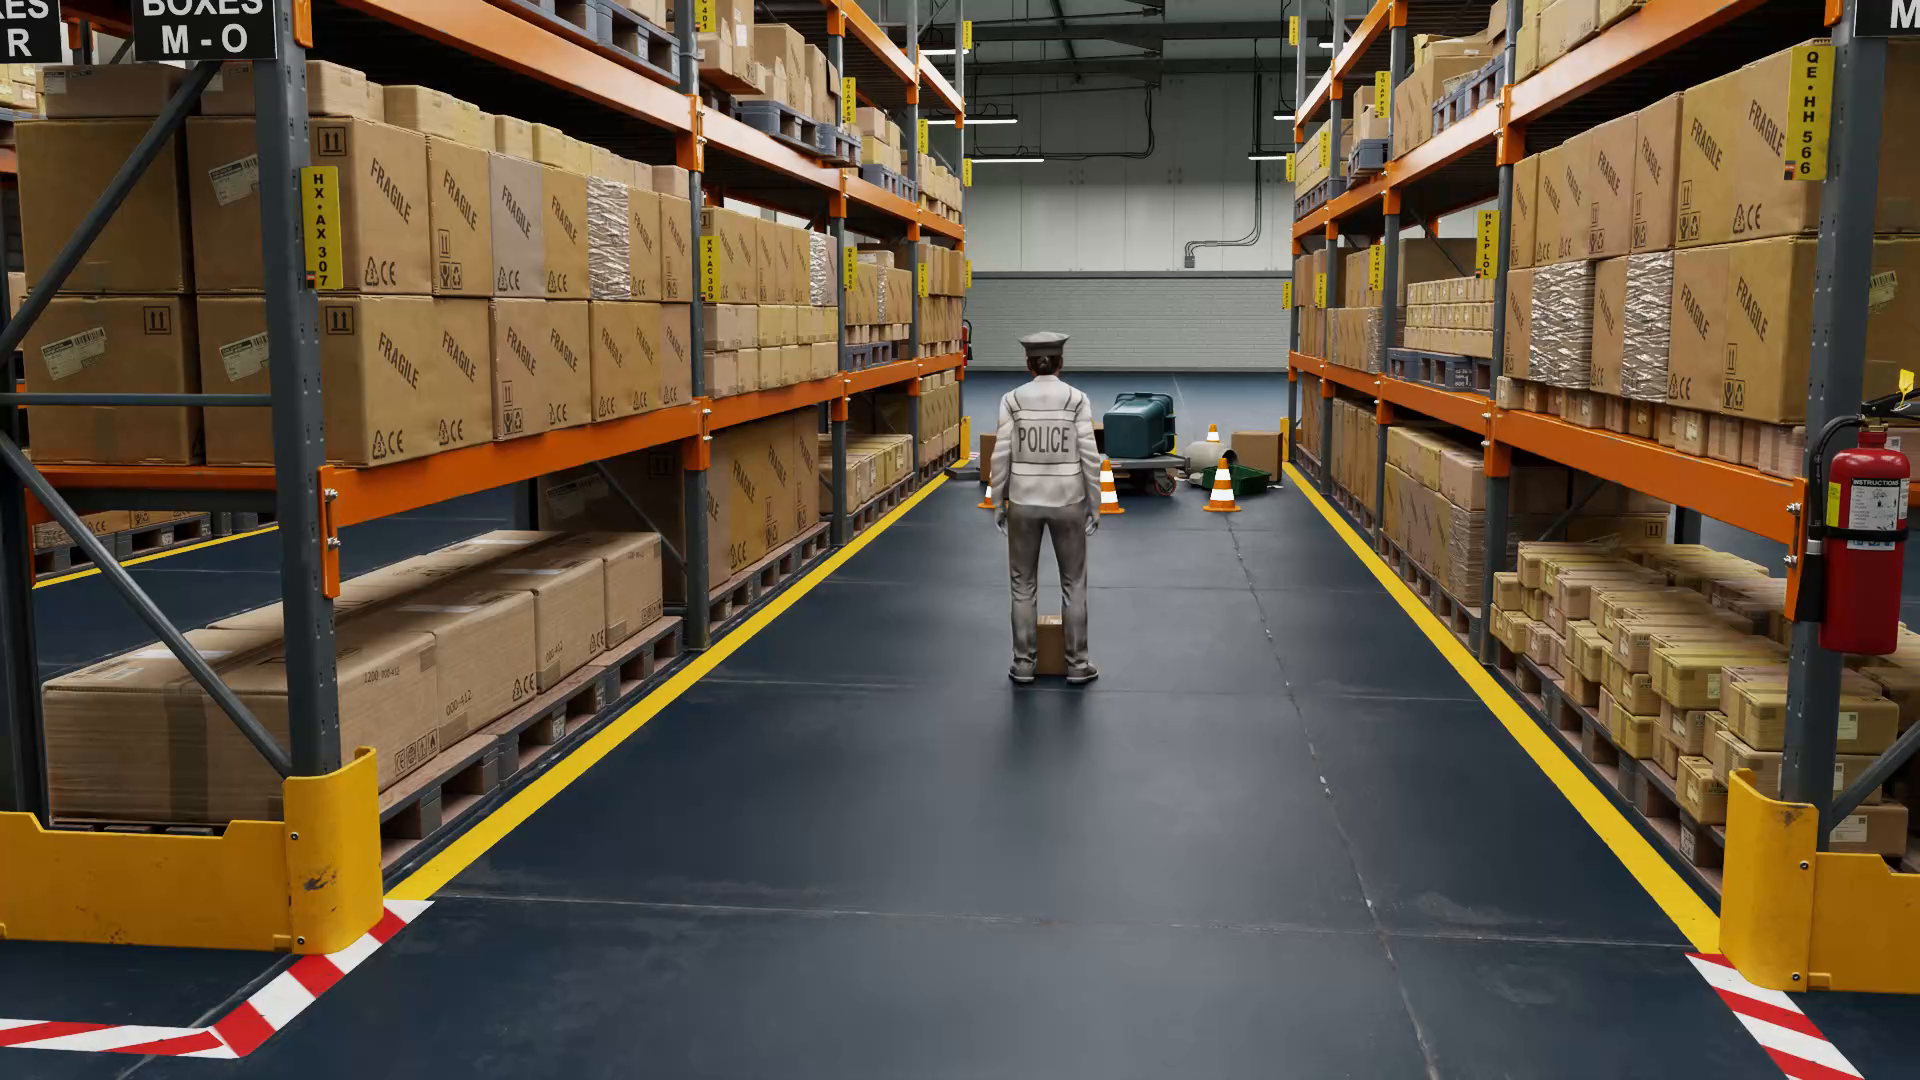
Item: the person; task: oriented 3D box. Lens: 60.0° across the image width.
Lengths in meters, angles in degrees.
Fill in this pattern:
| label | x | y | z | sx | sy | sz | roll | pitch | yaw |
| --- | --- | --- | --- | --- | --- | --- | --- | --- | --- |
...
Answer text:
| label | x | y | z | sx | sy | sz | roll | pitch | yaw |
| --- | --- | --- | --- | --- | --- | --- | --- | --- | --- |
| person | 0.409 | -0.151 | 7.898 | 0.530 | 1.663 | 0.371 | 1 | 8 | 7 |
